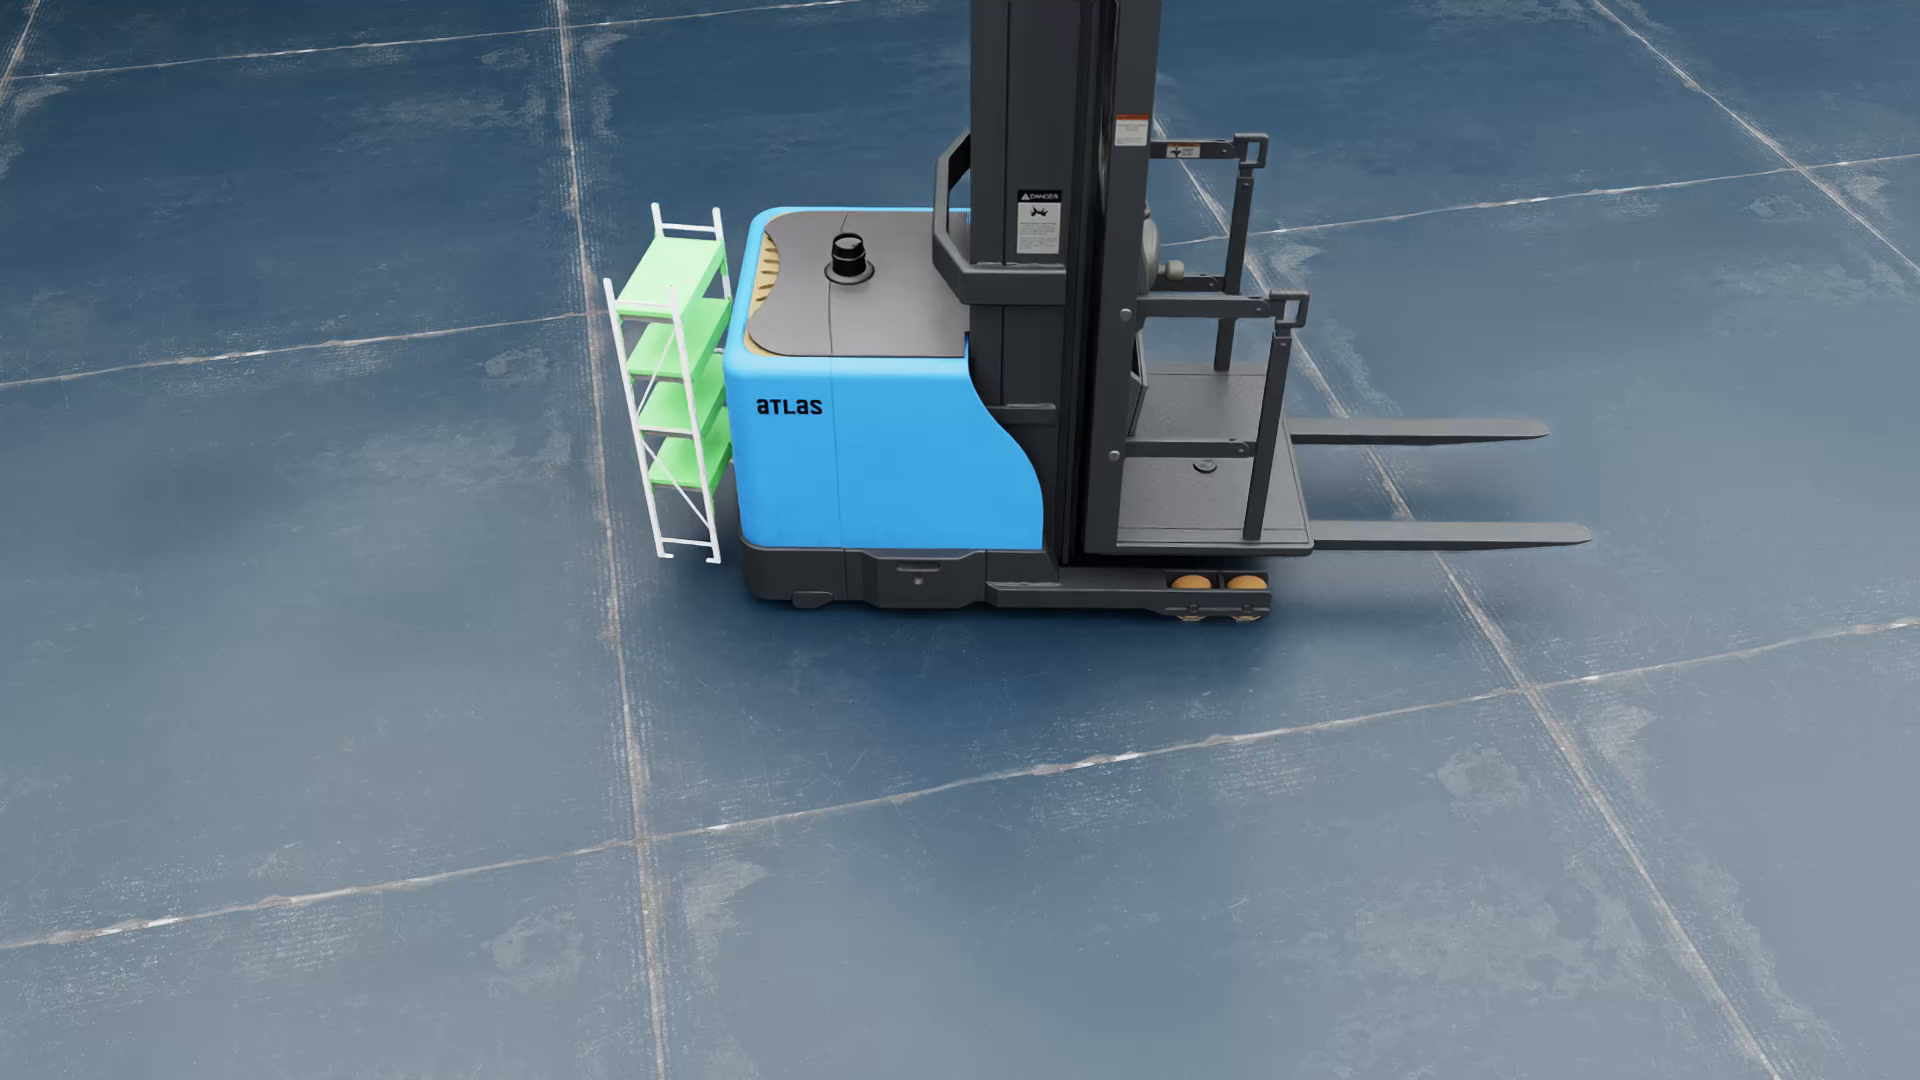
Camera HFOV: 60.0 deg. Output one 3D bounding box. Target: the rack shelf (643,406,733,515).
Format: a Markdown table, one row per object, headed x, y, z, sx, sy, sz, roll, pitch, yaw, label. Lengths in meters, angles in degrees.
| x | y | z | sx | sy | sz | roll | pitch | yaw | label |
| --- | --- | --- | --- | --- | --- | --- | --- | --- | --- |
| -0.966 | -0.311 | 6.149 | 0.258 | 0.148 | 0.480 | 6 | 42 | 9 | rack shelf |

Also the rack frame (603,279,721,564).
| x | y | z | sx | sy | sz | roll | pitch | yaw | label |
| --- | --- | --- | --- | --- | --- | --- | --- | --- | --- |
| -1.020 | -0.381 | 5.769 | 0.240 | 1.200 | 0.015 | 6 | 42 | 9 | rack frame |

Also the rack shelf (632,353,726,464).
| x | y | z | sx | sy | sz | roll | pitch | yaw | label |
| --- | --- | --- | --- | --- | --- | --- | --- | --- | --- |
| -0.973 | -0.492 | 5.990 | 0.258 | 0.148 | 0.480 | 6 | 42 | 9 | rack shelf |

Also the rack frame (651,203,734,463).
| x | y | z | sx | sy | sz | roll | pitch | yaw | label |
| --- | --- | --- | --- | --- | --- | --- | --- | --- | --- |
| -0.930 | -0.699 | 6.128 | 0.240 | 1.200 | 0.015 | 6 | 42 | 9 | rack frame |

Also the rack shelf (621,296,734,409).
| x | y | z | sx | sy | sz | roll | pitch | yaw | label |
| --- | --- | --- | --- | --- | --- | --- | --- | --- | --- |
| -0.980 | -0.672 | 5.832 | 0.258 | 0.148 | 0.480 | 6 | 42 | 9 | rack shelf |

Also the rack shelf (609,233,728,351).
| x | y | z | sx | sy | sz | roll | pitch | yaw | label |
| --- | --- | --- | --- | --- | --- | --- | --- | --- | --- |
| -0.987 | -0.852 | 5.674 | 0.258 | 0.148 | 0.480 | 6 | 42 | 9 | rack shelf |

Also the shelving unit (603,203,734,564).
| x | y | z | sx | sy | sz | roll | pitch | yaw | label |
| --- | --- | --- | --- | --- | --- | --- | --- | --- | --- |
| -0.975 | -0.540 | 5.948 | 0.258 | 1.200 | 0.503 | 6 | 42 | 9 | shelving unit |

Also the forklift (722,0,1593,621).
| x | y | z | sx | sy | sz | roll | pitch | yaw | label |
| --- | --- | --- | --- | --- | --- | --- | --- | --- | --- |
| 0.743 | -1.166 | 5.355 | 3.031 | 2.935 | 1.130 | 0 | 42 | 1 | forklift |
